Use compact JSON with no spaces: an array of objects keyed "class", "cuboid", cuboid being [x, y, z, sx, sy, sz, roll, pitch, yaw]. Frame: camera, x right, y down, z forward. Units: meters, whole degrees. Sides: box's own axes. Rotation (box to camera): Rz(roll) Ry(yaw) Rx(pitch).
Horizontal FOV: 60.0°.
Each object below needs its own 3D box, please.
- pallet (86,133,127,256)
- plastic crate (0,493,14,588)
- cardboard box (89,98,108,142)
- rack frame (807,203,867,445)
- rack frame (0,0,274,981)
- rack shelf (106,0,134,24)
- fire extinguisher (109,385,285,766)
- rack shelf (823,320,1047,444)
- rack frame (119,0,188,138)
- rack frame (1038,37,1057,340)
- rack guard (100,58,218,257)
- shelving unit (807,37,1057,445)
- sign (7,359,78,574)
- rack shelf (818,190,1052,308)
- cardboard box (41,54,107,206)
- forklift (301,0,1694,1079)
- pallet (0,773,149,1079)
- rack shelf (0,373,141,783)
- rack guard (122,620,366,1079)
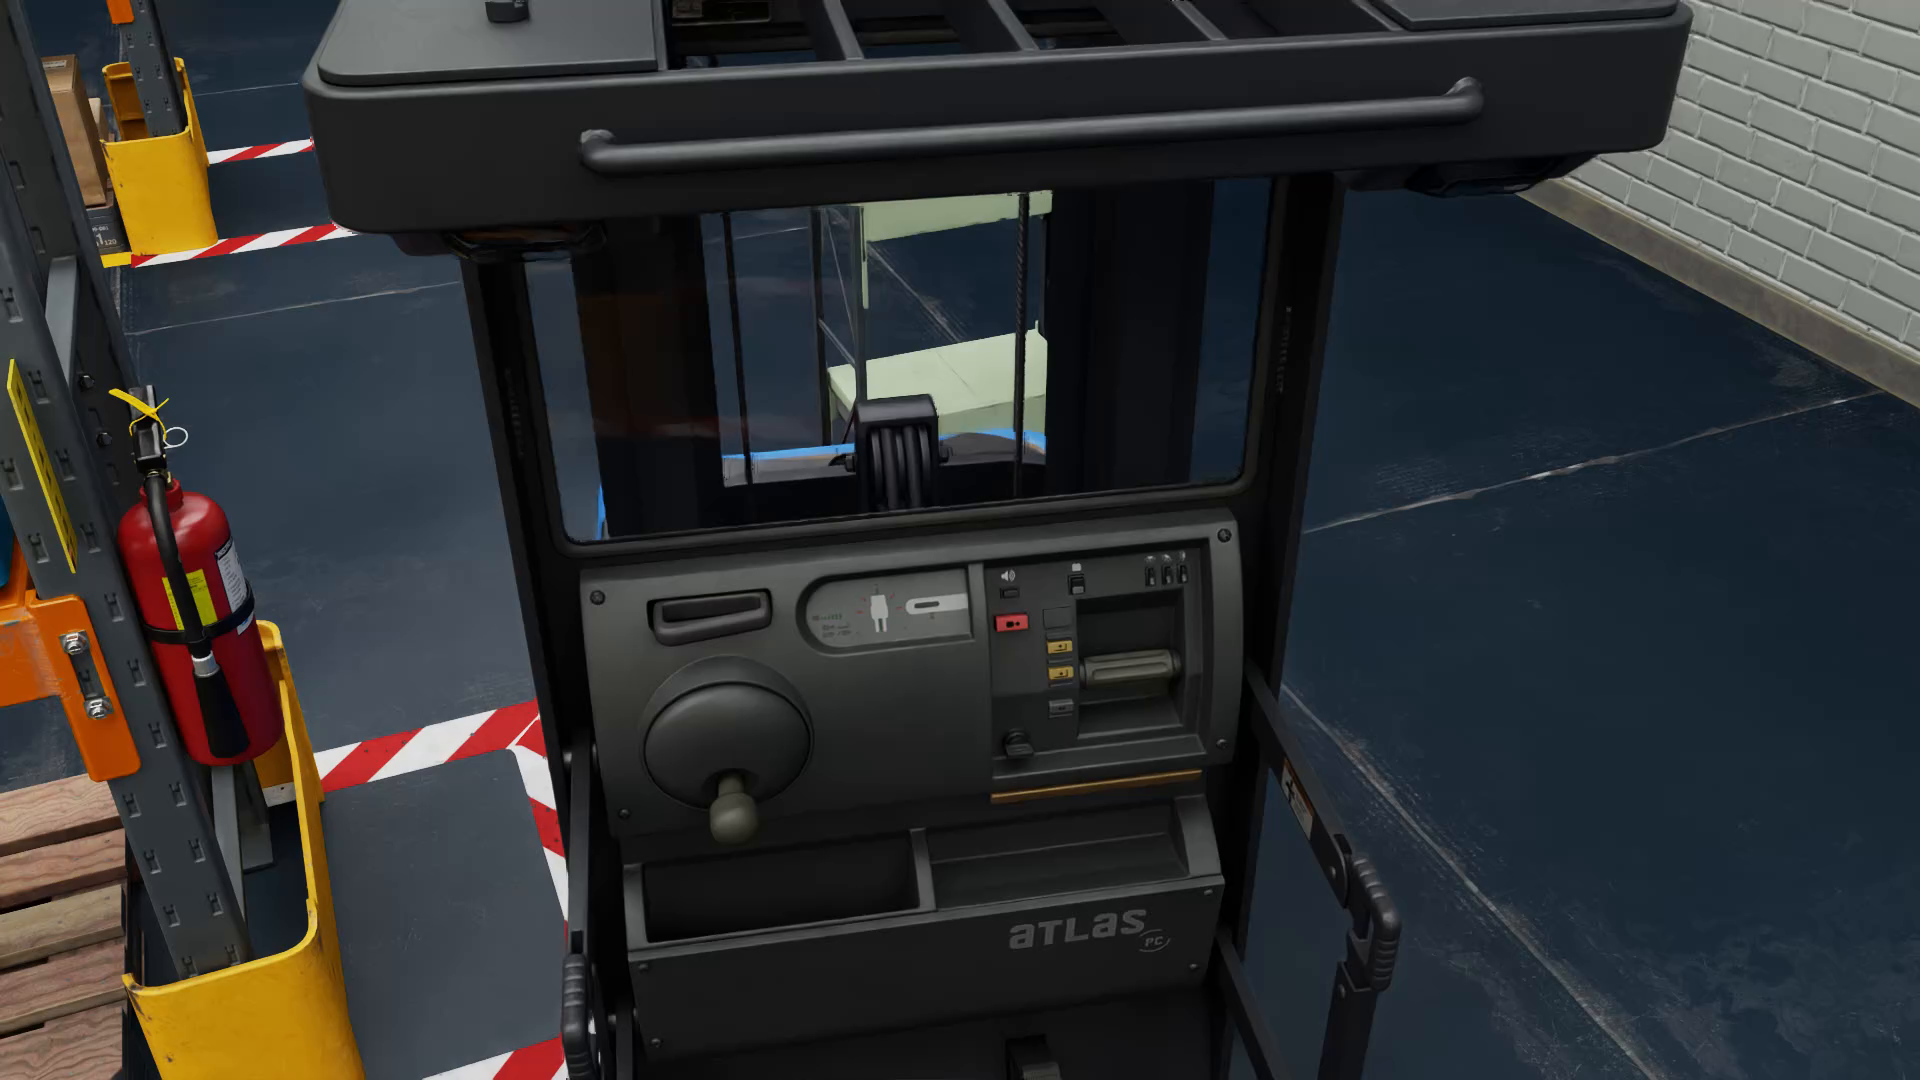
[{"class":"pallet","cuboid":[-4.333,-1.451,7.286,1.213,0.211,1.003,-13,35,-19]},{"class":"plastic crate","cuboid":[-1.850,-0.188,2.702,0.499,0.435,0.616,-13,35,-19]},{"class":"cardboard box","cuboid":[-4.047,-1.878,7.597,0.250,0.149,0.380,-13,35,-19]},{"class":"rack frame","cuboid":[-0.344,-0.550,4.720,0.023,1.500,0.400,-13,35,-19]},{"class":"rack frame","cuboid":[-1.614,-0.313,2.981,0.127,3.000,1.000,-13,35,-19]},{"class":"rack shelf","cuboid":[-5.372,-2.081,6.357,4.000,0.370,1.077,-13,35,-19]},{"class":"fire extinguisher","cuboid":[-1.299,0.072,2.801,0.183,0.674,0.296,-13,35,-19]},{"class":"rack shelf","cuboid":[-0.006,-0.354,5.017,0.720,0.370,0.431,-13,35,-19]},{"class":"rack frame","cuboid":[-3.528,-2.805,6.810,0.127,3.000,1.000,-13,35,-19]},{"class":"rack frame","cuboid":[0.331,-0.704,4.958,0.023,1.500,0.400,-13,35,-19]},{"class":"rack guard","cuboid":[-3.598,-1.741,7.467,0.348,0.500,1.175,-13,35,-19]},{"class":"shelving unit","cuboid":[-0.006,-0.627,4.839,0.755,1.500,0.431,-13,35,-19]},{"class":"sign","cuboid":[-1.386,-0.108,2.516,0.005,0.325,0.100,-13,35,-19]},{"class":"rack shelf","cuboid":[-0.006,-0.954,4.626,0.720,0.370,0.431,-13,35,-19]},{"class":"cardboard box","cuboid":[-3.934,-1.703,7.005,0.500,0.500,0.500,-13,35,-19]},{"class":"forklift","cuboid":[-0.012,0.251,2.177,1.130,2.935,3.031,-6,33,-8]},{"class":"pallet","cuboid":[-2.389,1.010,3.503,1.213,0.211,1.003,-13,35,-19]},{"class":"rack shelf","cuboid":[-3.458,0.411,2.528,4.000,0.370,1.077,-13,35,-19]},{"class":"rack guard","cuboid":[-1.597,0.723,3.680,0.348,0.500,1.175,-13,35,-19]}]
